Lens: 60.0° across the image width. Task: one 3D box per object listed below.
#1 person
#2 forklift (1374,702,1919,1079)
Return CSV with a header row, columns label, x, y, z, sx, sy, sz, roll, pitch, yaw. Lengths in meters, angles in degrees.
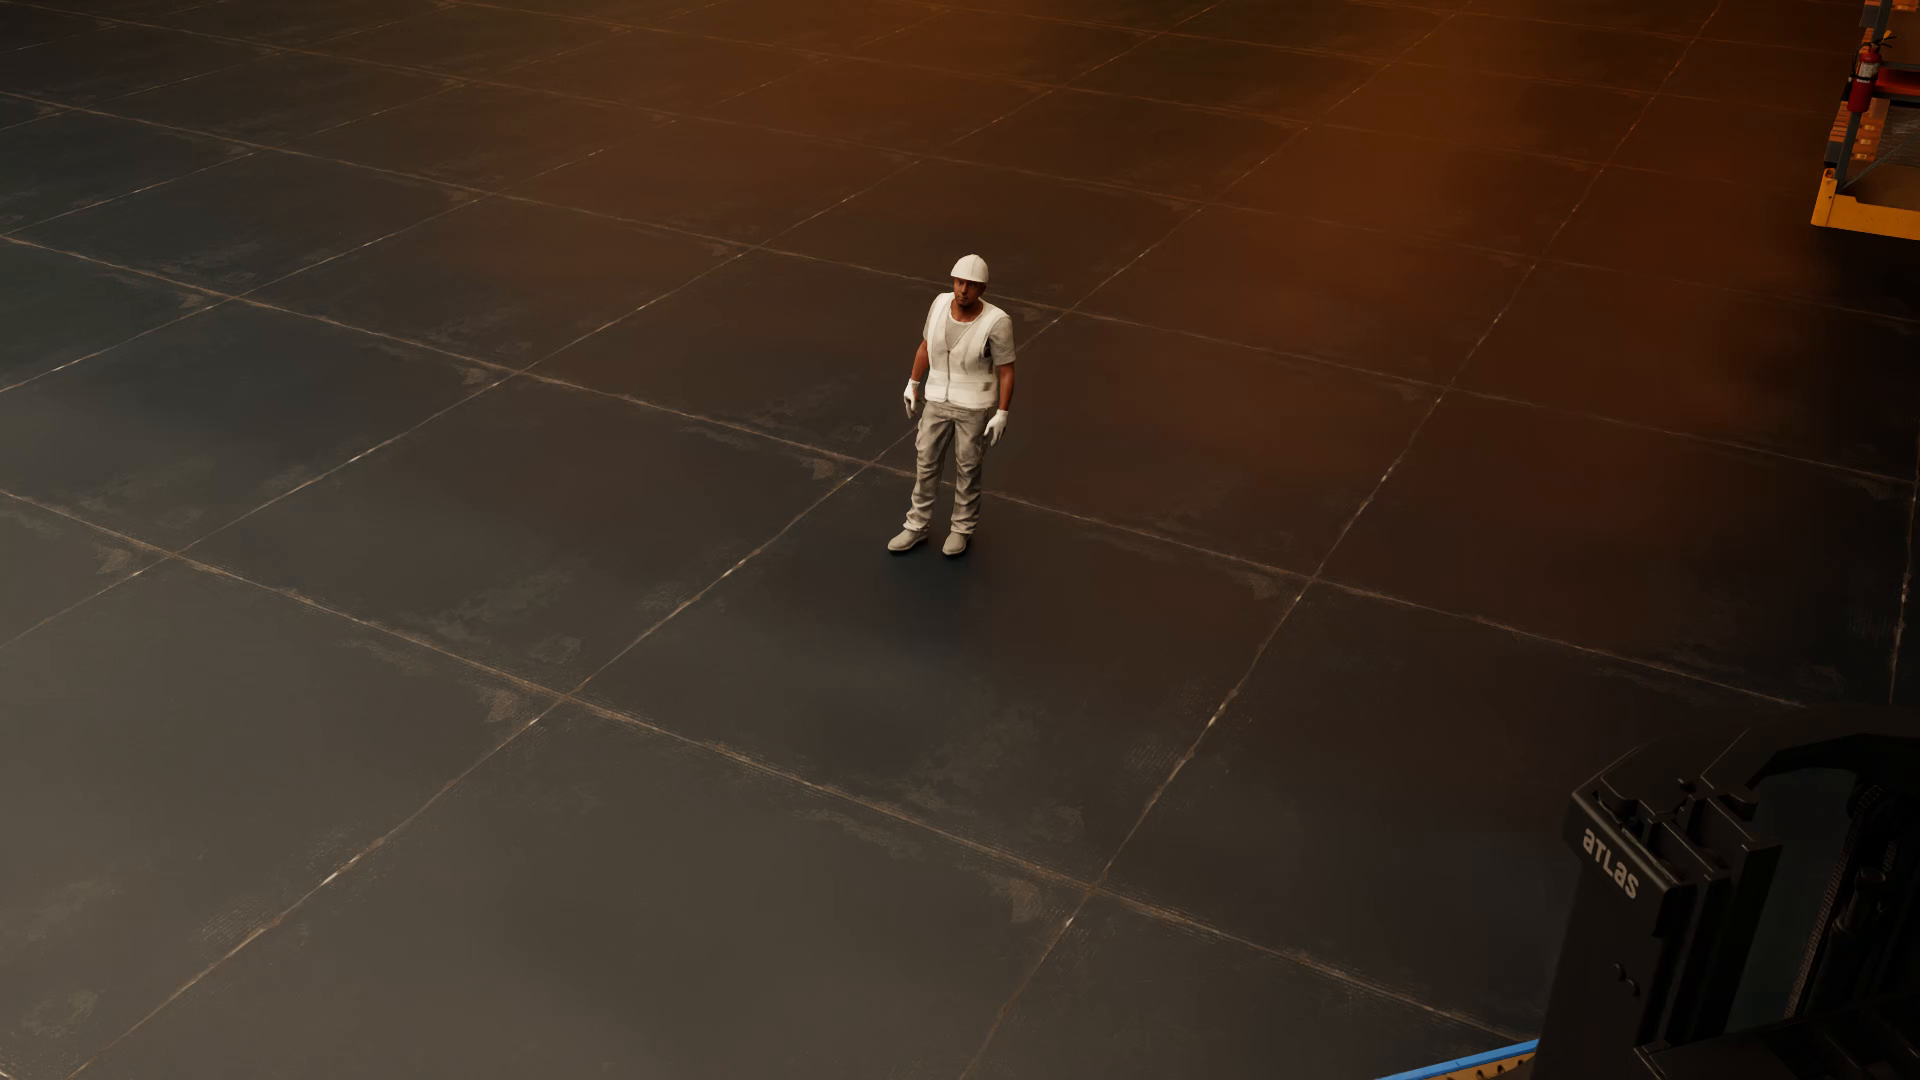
label,x,y,z,sx,sy,sz,roll,pitch,yaw
person,-0.042,-0.750,9.503,0.656,1.782,0.577,15,33,25
forklift,1.935,1.961,3.673,1.130,2.935,3.031,-8,31,-14
